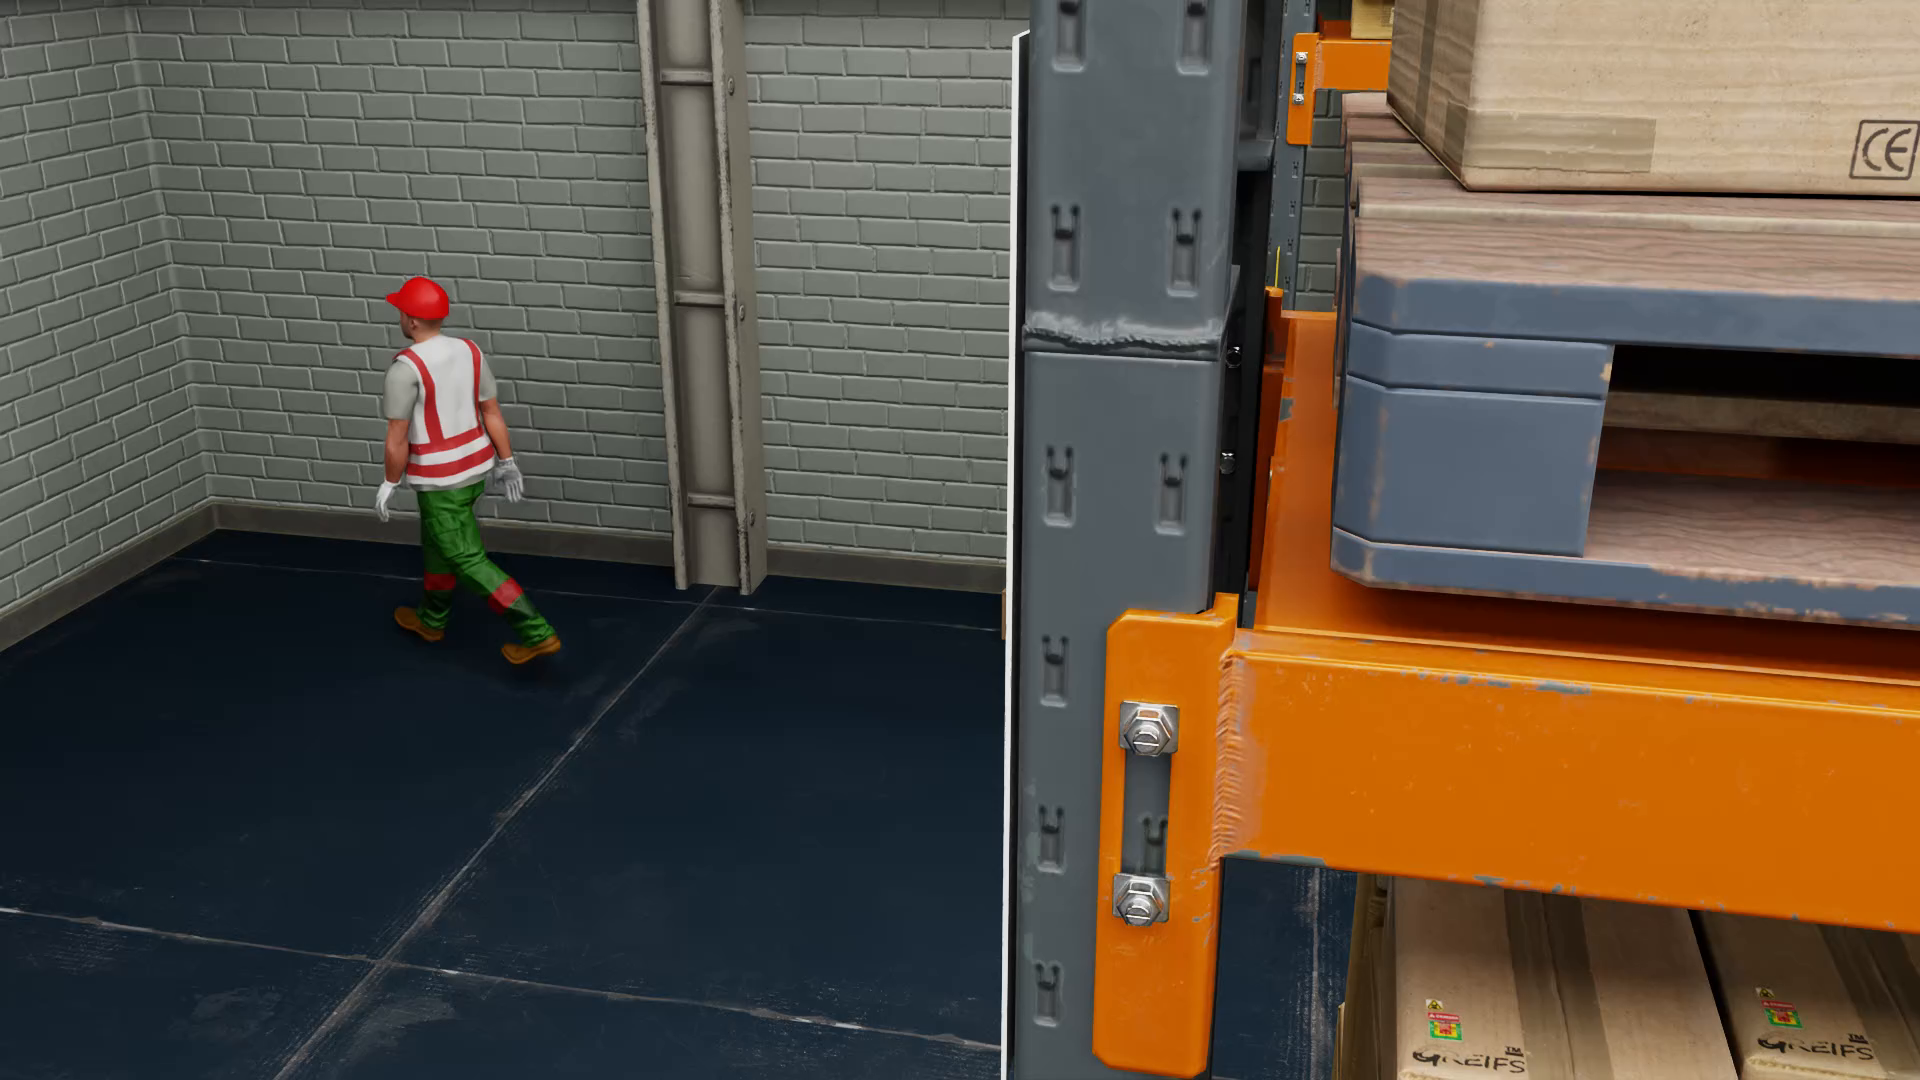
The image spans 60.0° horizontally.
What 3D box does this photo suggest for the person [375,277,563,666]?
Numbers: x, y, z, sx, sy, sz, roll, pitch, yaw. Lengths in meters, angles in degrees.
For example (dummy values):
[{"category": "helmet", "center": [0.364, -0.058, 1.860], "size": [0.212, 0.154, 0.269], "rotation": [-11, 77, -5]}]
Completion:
[{"category": "person", "center": [-2.224, -0.279, 7.312], "size": [1.087, 1.744, 0.584], "rotation": [10, 24, 24]}]
